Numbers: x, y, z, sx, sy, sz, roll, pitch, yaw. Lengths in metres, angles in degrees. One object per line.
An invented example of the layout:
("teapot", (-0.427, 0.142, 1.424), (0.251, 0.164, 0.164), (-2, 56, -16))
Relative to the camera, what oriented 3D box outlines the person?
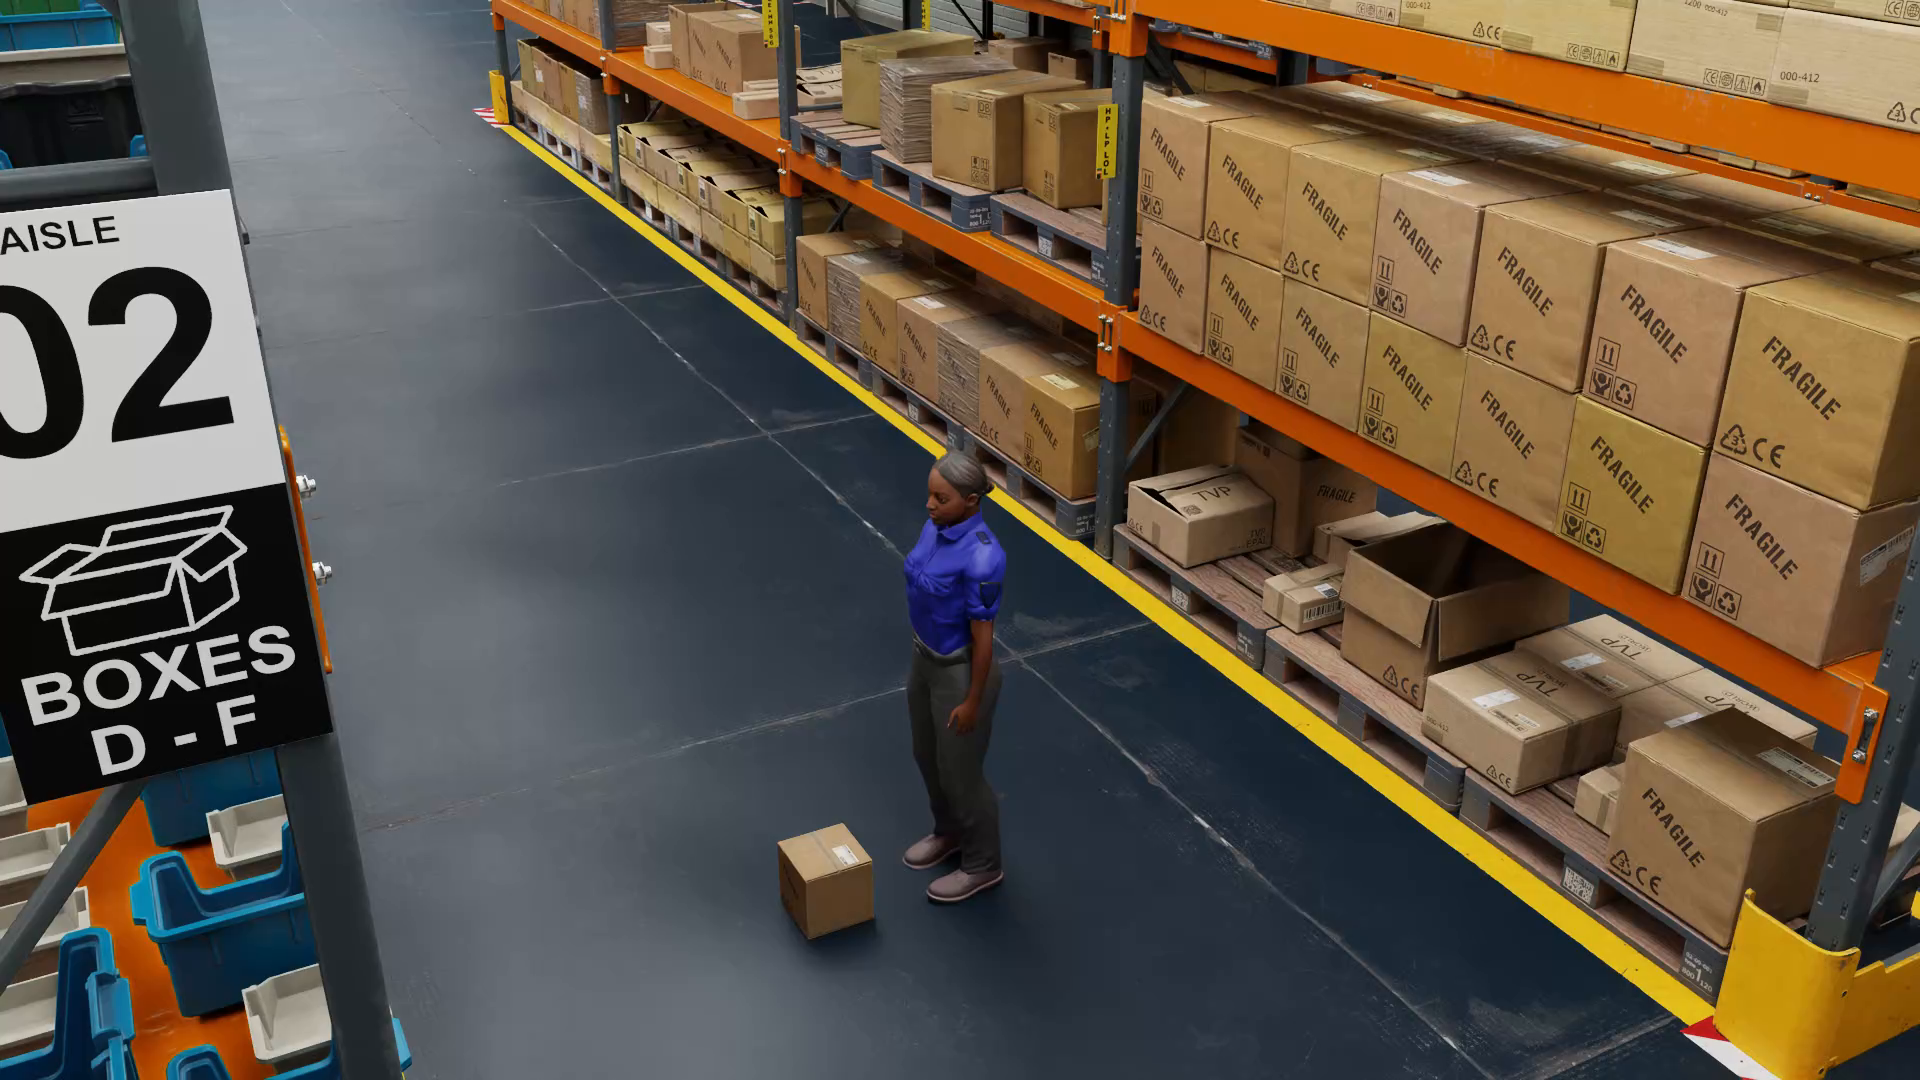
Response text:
("person", (-0.021, 0.473, 5.663), (0.303, 1.649, 0.437), (-12, 28, -24))
